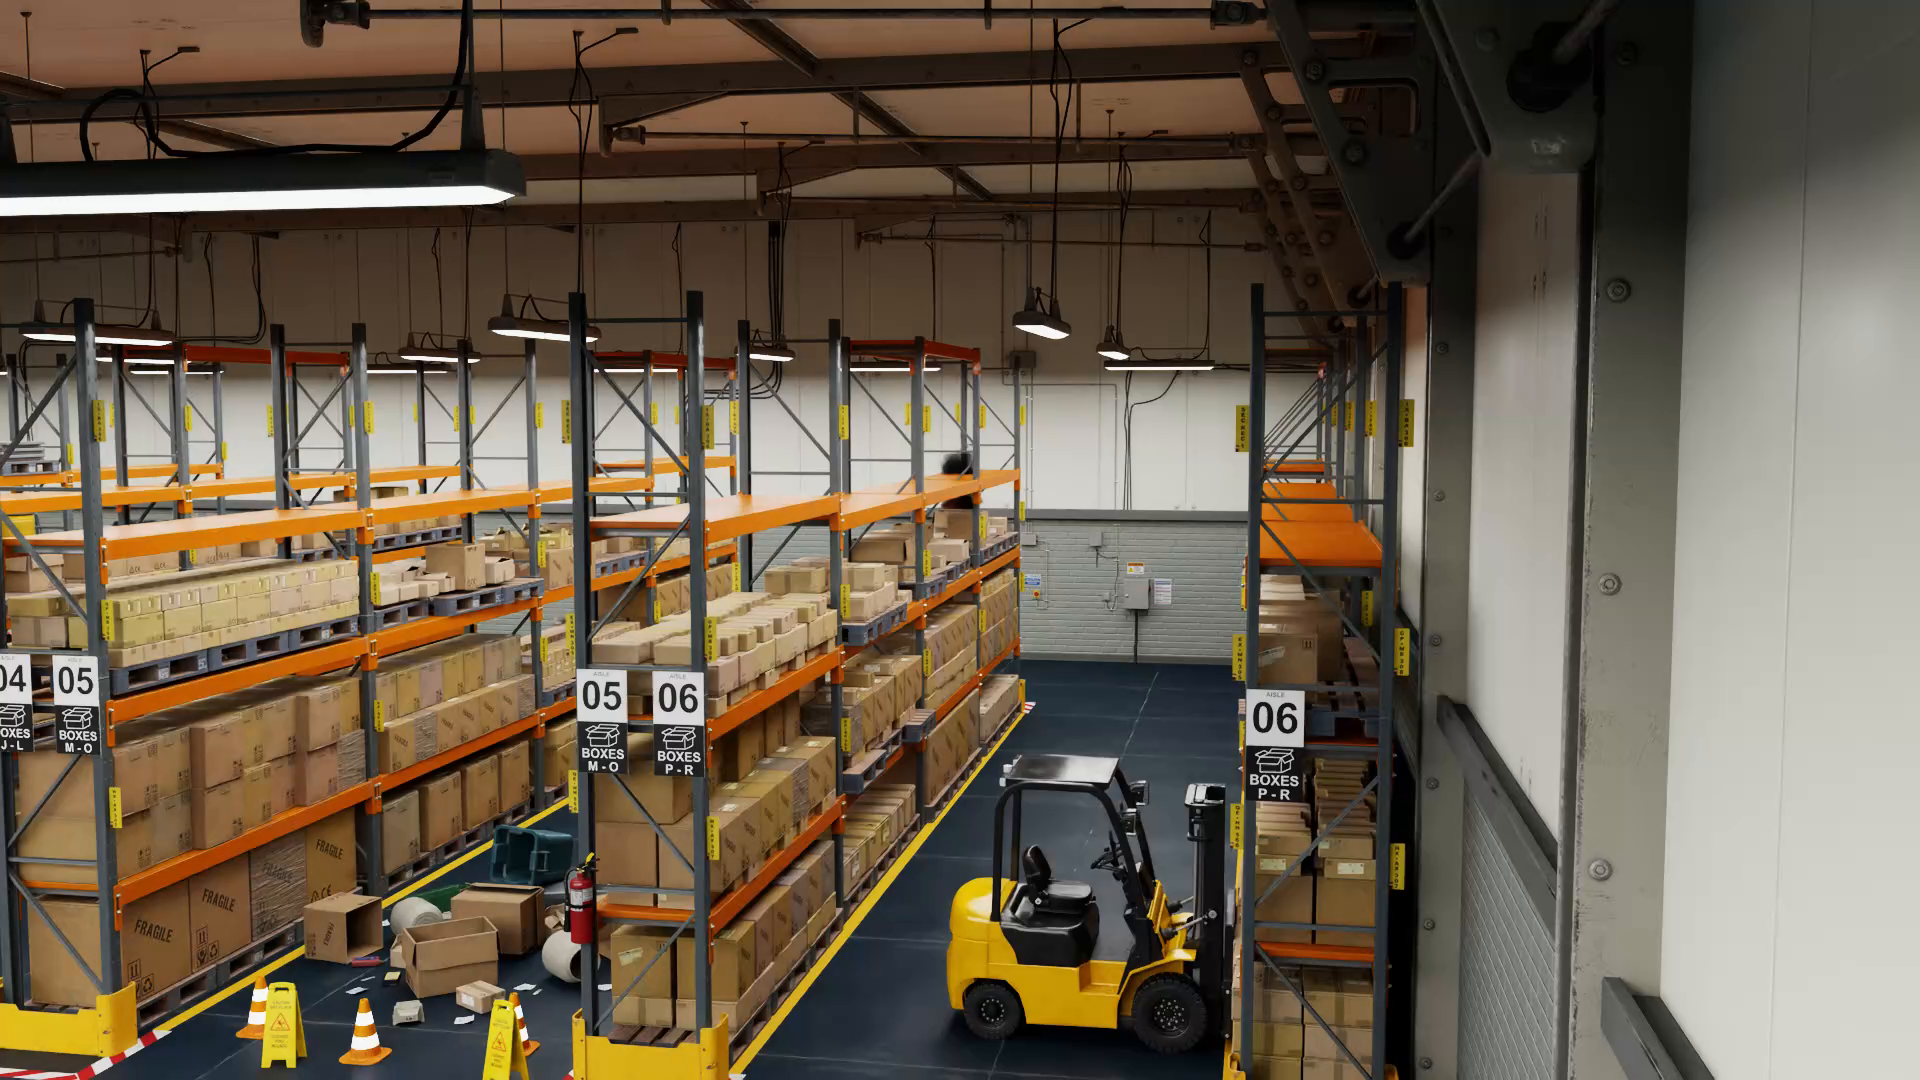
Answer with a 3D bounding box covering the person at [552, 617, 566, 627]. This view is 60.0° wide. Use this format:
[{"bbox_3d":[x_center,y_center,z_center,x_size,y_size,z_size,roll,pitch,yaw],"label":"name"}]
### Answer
[{"bbox_3d":[-6.520,2.101,27.316,0.573,1.696,0.829,2,5,20],"label":"person"}]
